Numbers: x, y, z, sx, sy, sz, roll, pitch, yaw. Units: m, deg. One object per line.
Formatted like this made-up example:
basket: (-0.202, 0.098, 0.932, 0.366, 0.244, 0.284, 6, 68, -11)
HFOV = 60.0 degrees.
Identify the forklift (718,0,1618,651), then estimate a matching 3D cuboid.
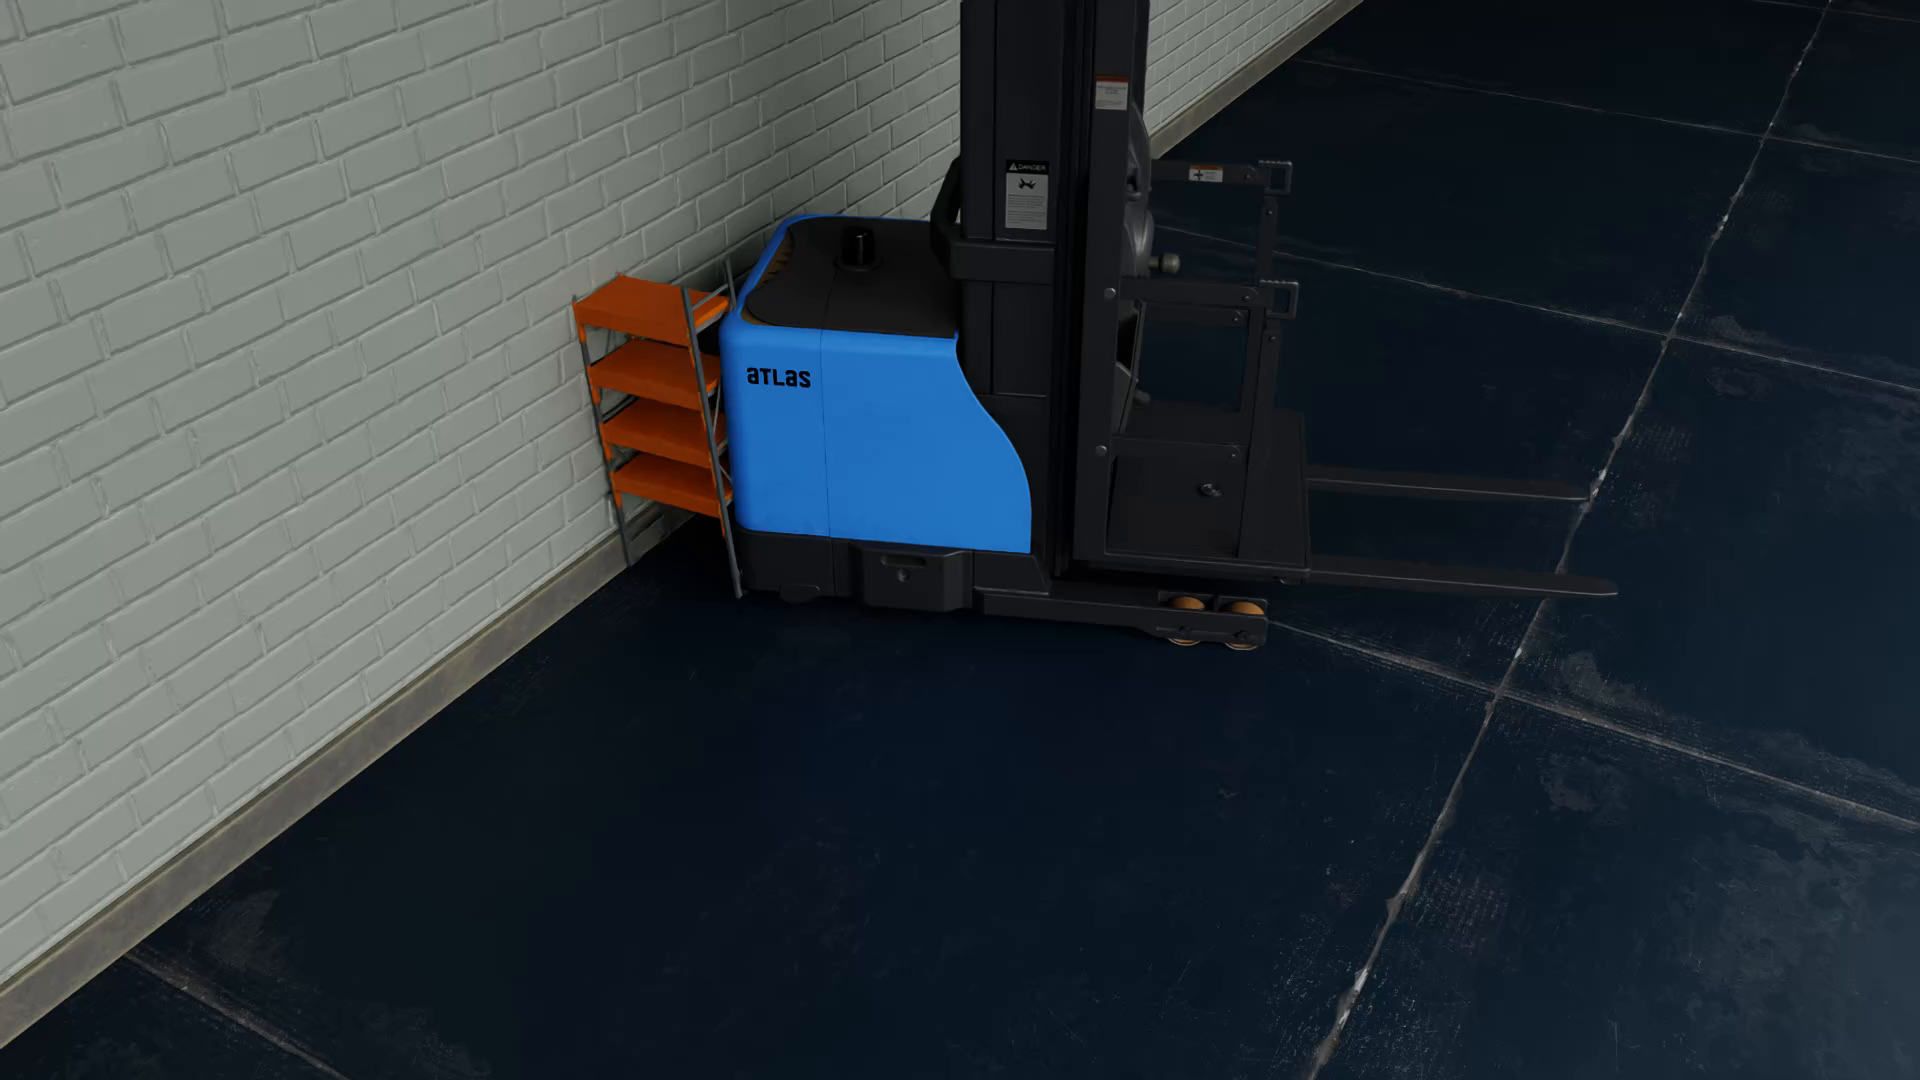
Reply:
forklift: (0.759, -1.158, 5.344, 3.031, 2.935, 1.130, 5, 34, 7)

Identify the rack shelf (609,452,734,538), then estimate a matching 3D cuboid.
rack shelf: (-0.959, -0.187, 5.860, 0.480, 0.148, 0.258, 15, 39, 26)

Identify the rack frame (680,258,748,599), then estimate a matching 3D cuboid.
rack frame: (-0.766, -0.350, 5.603, 0.015, 1.200, 0.240, 15, 39, 26)

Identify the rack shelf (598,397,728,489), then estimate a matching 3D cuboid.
rack shelf: (-0.973, -0.351, 5.749, 0.480, 0.148, 0.258, 15, 39, 26)

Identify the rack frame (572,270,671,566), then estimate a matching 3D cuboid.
rack frame: (-1.189, -0.462, 5.819, 0.015, 1.200, 0.240, 15, 39, 26)

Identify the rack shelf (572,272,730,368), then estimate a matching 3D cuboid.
rack shelf: (-1.004, -0.730, 5.491, 0.480, 0.148, 0.258, 15, 39, 26)

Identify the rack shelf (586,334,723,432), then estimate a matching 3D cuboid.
rack shelf: (-0.988, -0.535, 5.623, 0.480, 0.148, 0.258, 15, 39, 26)

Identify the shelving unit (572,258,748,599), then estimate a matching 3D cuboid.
shelving unit: (-0.977, -0.406, 5.711, 0.503, 1.200, 0.258, 15, 39, 26)
